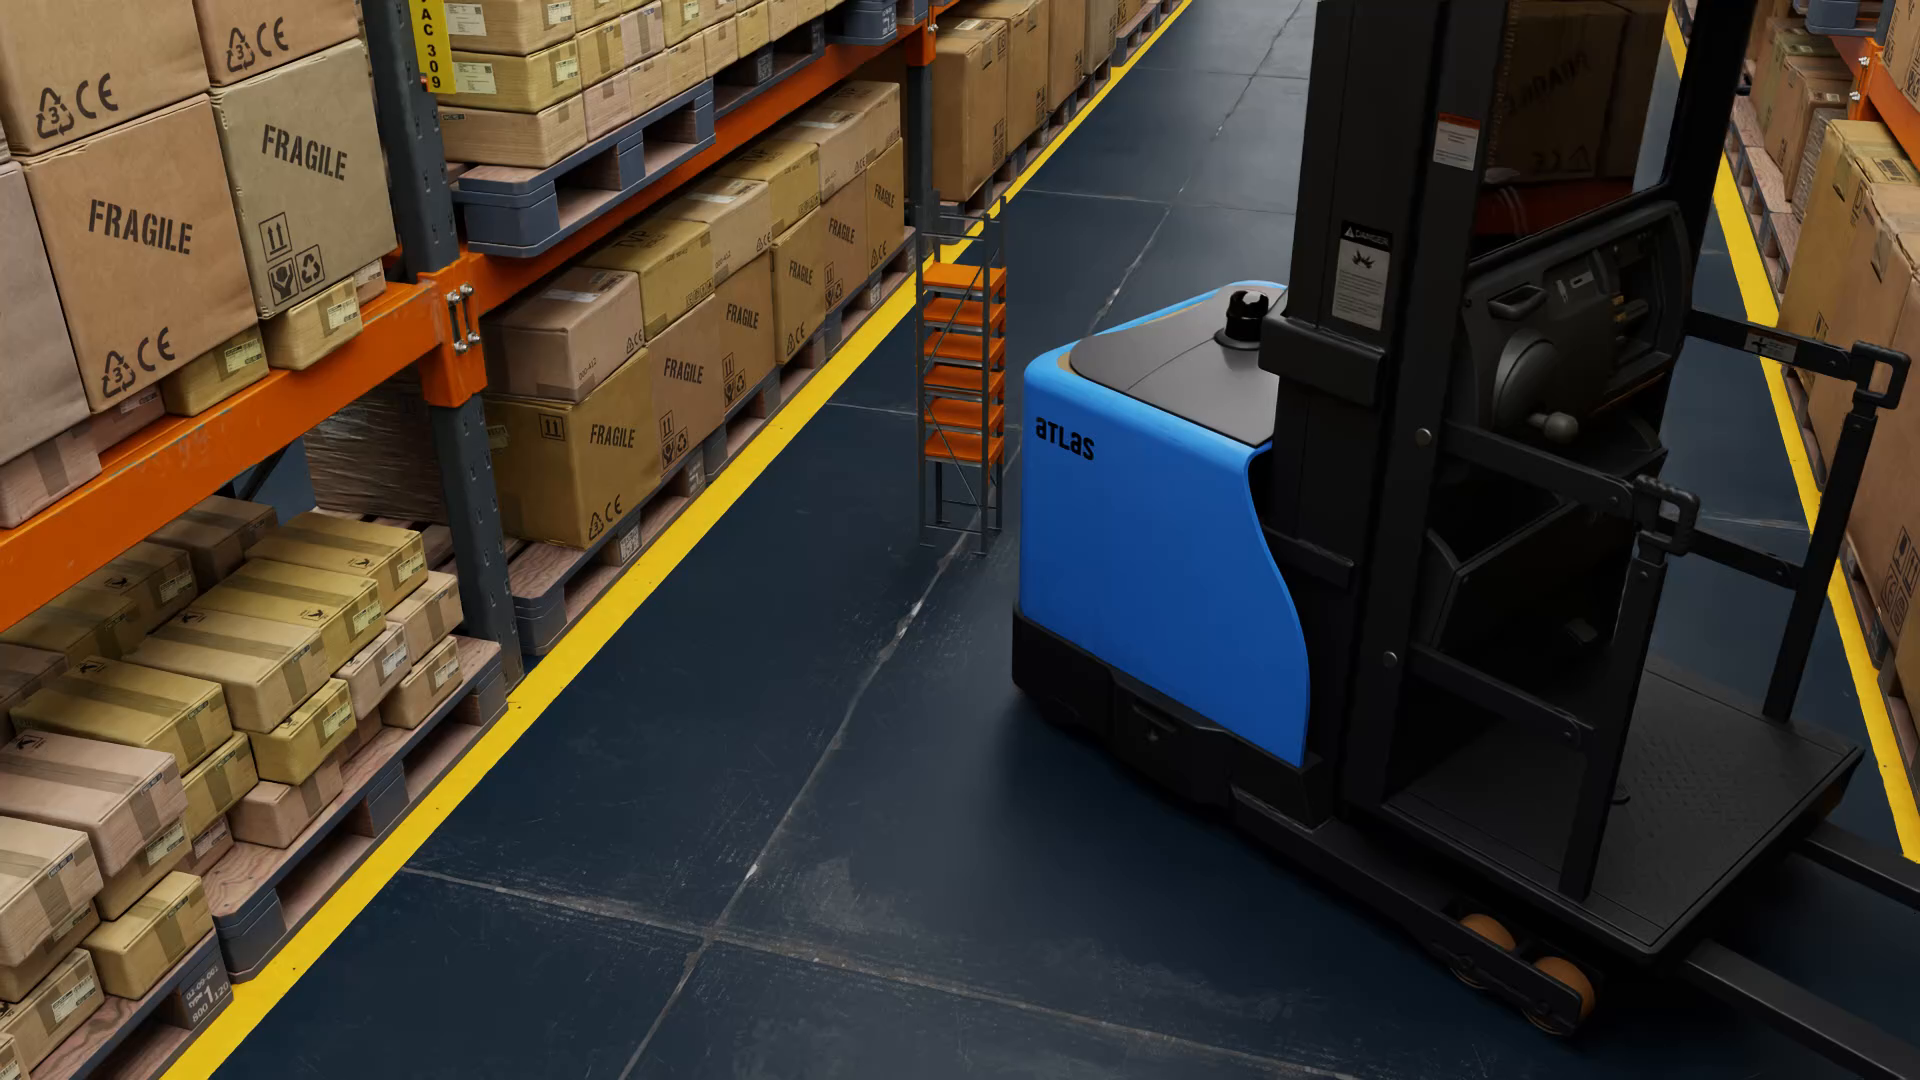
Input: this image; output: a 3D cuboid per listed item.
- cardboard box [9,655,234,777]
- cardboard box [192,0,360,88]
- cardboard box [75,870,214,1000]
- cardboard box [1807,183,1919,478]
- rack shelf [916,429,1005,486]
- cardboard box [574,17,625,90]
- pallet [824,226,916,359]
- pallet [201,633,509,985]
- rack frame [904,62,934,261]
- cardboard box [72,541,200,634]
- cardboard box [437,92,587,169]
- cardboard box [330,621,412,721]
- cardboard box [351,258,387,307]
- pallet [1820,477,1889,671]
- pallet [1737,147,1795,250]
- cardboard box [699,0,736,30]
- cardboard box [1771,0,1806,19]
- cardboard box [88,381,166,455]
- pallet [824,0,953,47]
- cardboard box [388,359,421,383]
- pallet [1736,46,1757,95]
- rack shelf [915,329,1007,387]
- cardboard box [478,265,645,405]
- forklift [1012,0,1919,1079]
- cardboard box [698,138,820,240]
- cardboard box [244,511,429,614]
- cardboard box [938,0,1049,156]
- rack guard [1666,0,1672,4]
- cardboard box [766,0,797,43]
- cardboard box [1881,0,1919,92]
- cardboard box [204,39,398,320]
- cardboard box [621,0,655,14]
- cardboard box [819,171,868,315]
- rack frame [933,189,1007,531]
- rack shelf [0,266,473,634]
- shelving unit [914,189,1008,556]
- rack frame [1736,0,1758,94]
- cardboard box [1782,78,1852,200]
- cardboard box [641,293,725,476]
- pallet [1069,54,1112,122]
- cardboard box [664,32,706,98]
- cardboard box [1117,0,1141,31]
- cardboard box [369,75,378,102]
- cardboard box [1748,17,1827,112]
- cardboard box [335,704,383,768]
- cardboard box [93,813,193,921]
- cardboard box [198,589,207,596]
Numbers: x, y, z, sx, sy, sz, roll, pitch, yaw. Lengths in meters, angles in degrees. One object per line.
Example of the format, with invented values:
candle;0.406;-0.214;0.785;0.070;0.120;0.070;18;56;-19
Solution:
cardboard box;-1.912;0.418;3.801;0.380;0.149;0.250;9;30;17
cardboard box;-1.682;-1.291;3.547;0.500;0.500;0.500;7;30;13
cardboard box;-1.895;0.837;3.660;0.380;0.149;0.250;8;30;15
cardboard box;3.592;-0.565;5.434;1.225;0.875;0.875;9;30;15
rack shelf;0.004;-0.282;5.609;0.258;0.103;0.180;8;30;15
cardboard box;-1.173;-1.379;4.664;0.380;0.149;0.250;8;30;14
pallet;-0.859;-1.214;7.716;1.003;0.211;1.213;8;30;15
pallet;-1.965;0.599;4.457;1.003;0.211;1.213;8;30;15
rack frame;-0.628;-2.796;7.691;1.000;3.000;0.127;8;30;15
cardboard box;-2.239;0.115;4.346;0.380;0.149;0.250;10;31;17
cardboard box;-1.247;-1.128;4.519;0.380;0.149;0.250;7;30;12
cardboard box;-1.658;0.314;4.294;0.380;0.149;0.250;7;30;12
cardboard box;-1.662;-0.661;4.111;0.380;0.149;0.250;8;30;14
pallet;3.420;0.098;5.357;1.003;0.211;1.213;8;30;15
pallet;4.675;-1.751;8.680;1.003;0.211;1.213;8;30;15
cardboard box;-0.944;-1.746;5.323;0.380;0.149;0.250;10;31;17
cardboard box;5.414;-3.172;10.505;0.500;0.500;0.500;8;30;13
cardboard box;-1.910;-0.300;3.463;0.380;0.149;0.250;8;30;13
pallet;-0.735;-2.366;7.114;1.213;0.211;1.003;8;30;15
cardboard box;-1.825;-0.738;5.359;0.500;0.250;0.500;8;30;14
pallet;5.421;-2.999;10.923;1.003;0.211;1.213;8;30;15
rack shelf;0.004;-0.597;5.434;0.258;0.103;0.180;8;30;15
cardboard box;-1.333;-0.662;5.222;0.500;0.250;0.500;7;30;13
forklift;1.519;-0.451;3.546;1.130;2.935;3.031;-24;37;-36
cardboard box;-0.880;-1.389;6.530;0.500;0.250;0.500;9;30;16
cardboard box;-1.658;0.068;4.431;0.380;0.149;0.250;9;30;16
cardboard box;-0.110;-2.673;9.352;1.050;0.750;0.750;9;30;16
rack guard;6.410;-4.631;13.561;1.175;0.500;0.348;8;30;15
cardboard box;-0.792;-1.852;5.821;0.380;0.149;0.250;7;30;13
cardboard box;3.681;-1.898;5.973;0.500;0.500;0.500;9;30;16
cardboard box;-1.674;-0.846;3.776;0.500;0.500;0.500;9;30;15
cardboard box;-1.093;-1.637;4.822;0.380;0.149;0.250;9;30;15
cardboard box;-0.727;-1.303;7.147;0.500;0.500;0.500;10;31;17
rack frame;0.031;-0.574;5.547;0.240;1.200;0.006;8;30;15
rack shelf;-2.389;0.307;2.853;1.077;0.370;4.000;8;30;15
shelving unit;0.004;-0.531;5.470;0.258;1.200;0.189;8;30;15
rack frame;5.258;-3.900;9.675;1.000;3.000;0.127;8;30;15
cardboard box;4.572;-1.979;8.341;0.700;0.500;0.500;11;31;19
cardboard box;-1.178;-0.580;5.846;0.500;0.500;0.500;10;31;17
pallet;0.392;-3.067;11.046;1.003;0.211;1.213;8;30;15
cardboard box;-1.019;-1.490;5.169;0.380;0.149;0.250;9;30;15
cardboard box;0.798;-4.192;11.954;0.875;0.875;0.875;9;30;16
cardboard box;-1.875;-1.224;4.690;0.380;0.149;0.250;8;30;14
cardboard box;5.057;-2.718;9.669;0.700;0.500;0.500;6;30;11
cardboard box;-1.748;0.465;4.329;0.380;0.149;0.250;9;30;16
cardboard box;-1.944;0.665;3.663;0.380;0.149;0.250;9;30;16
cardboard box;-2.214;0.118;4.647;0.380;0.149;0.250;10;31;17
